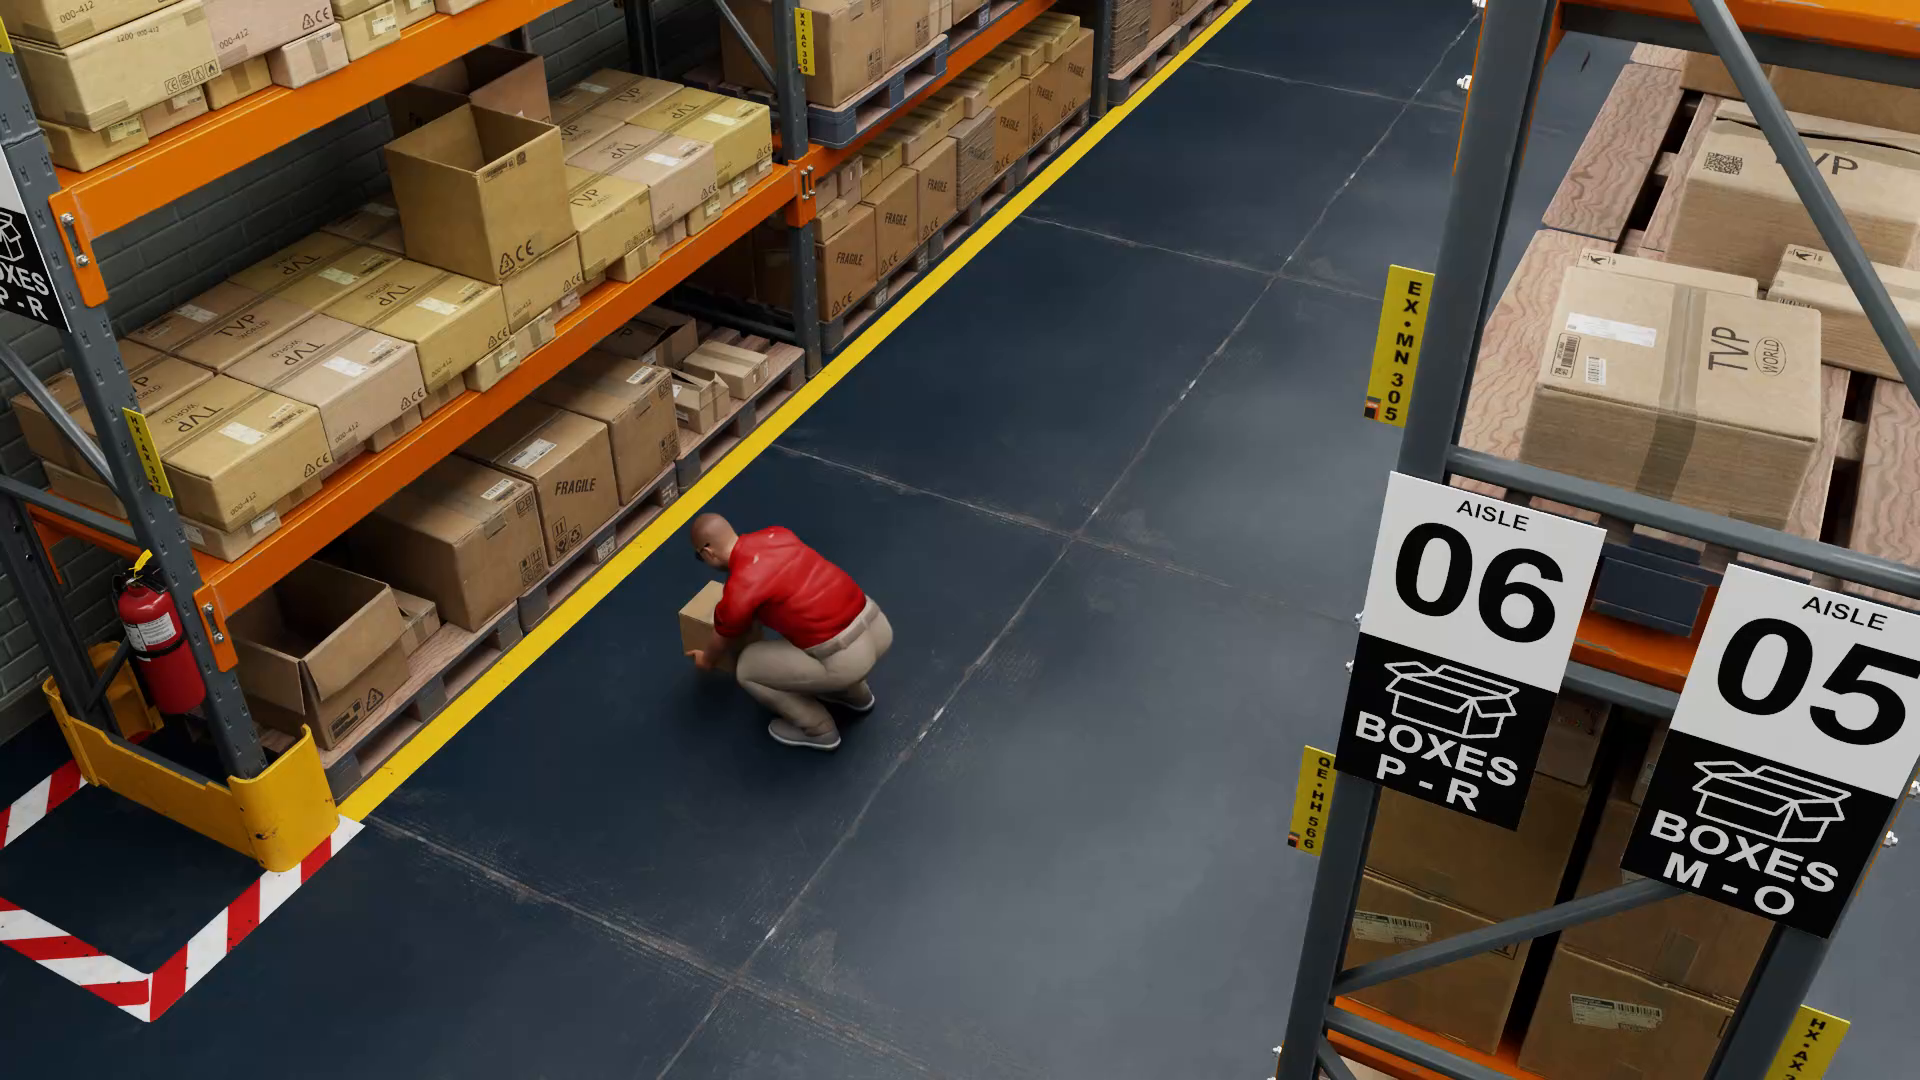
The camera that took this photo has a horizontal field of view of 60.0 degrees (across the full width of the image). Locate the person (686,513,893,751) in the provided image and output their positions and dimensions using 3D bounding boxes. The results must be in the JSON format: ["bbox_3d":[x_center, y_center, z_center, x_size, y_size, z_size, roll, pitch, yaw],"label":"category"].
[{"bbox_3d":[-0.729,0.347,6.932,0.886,0.988,0.535,17,41,20],"label":"person"}]
